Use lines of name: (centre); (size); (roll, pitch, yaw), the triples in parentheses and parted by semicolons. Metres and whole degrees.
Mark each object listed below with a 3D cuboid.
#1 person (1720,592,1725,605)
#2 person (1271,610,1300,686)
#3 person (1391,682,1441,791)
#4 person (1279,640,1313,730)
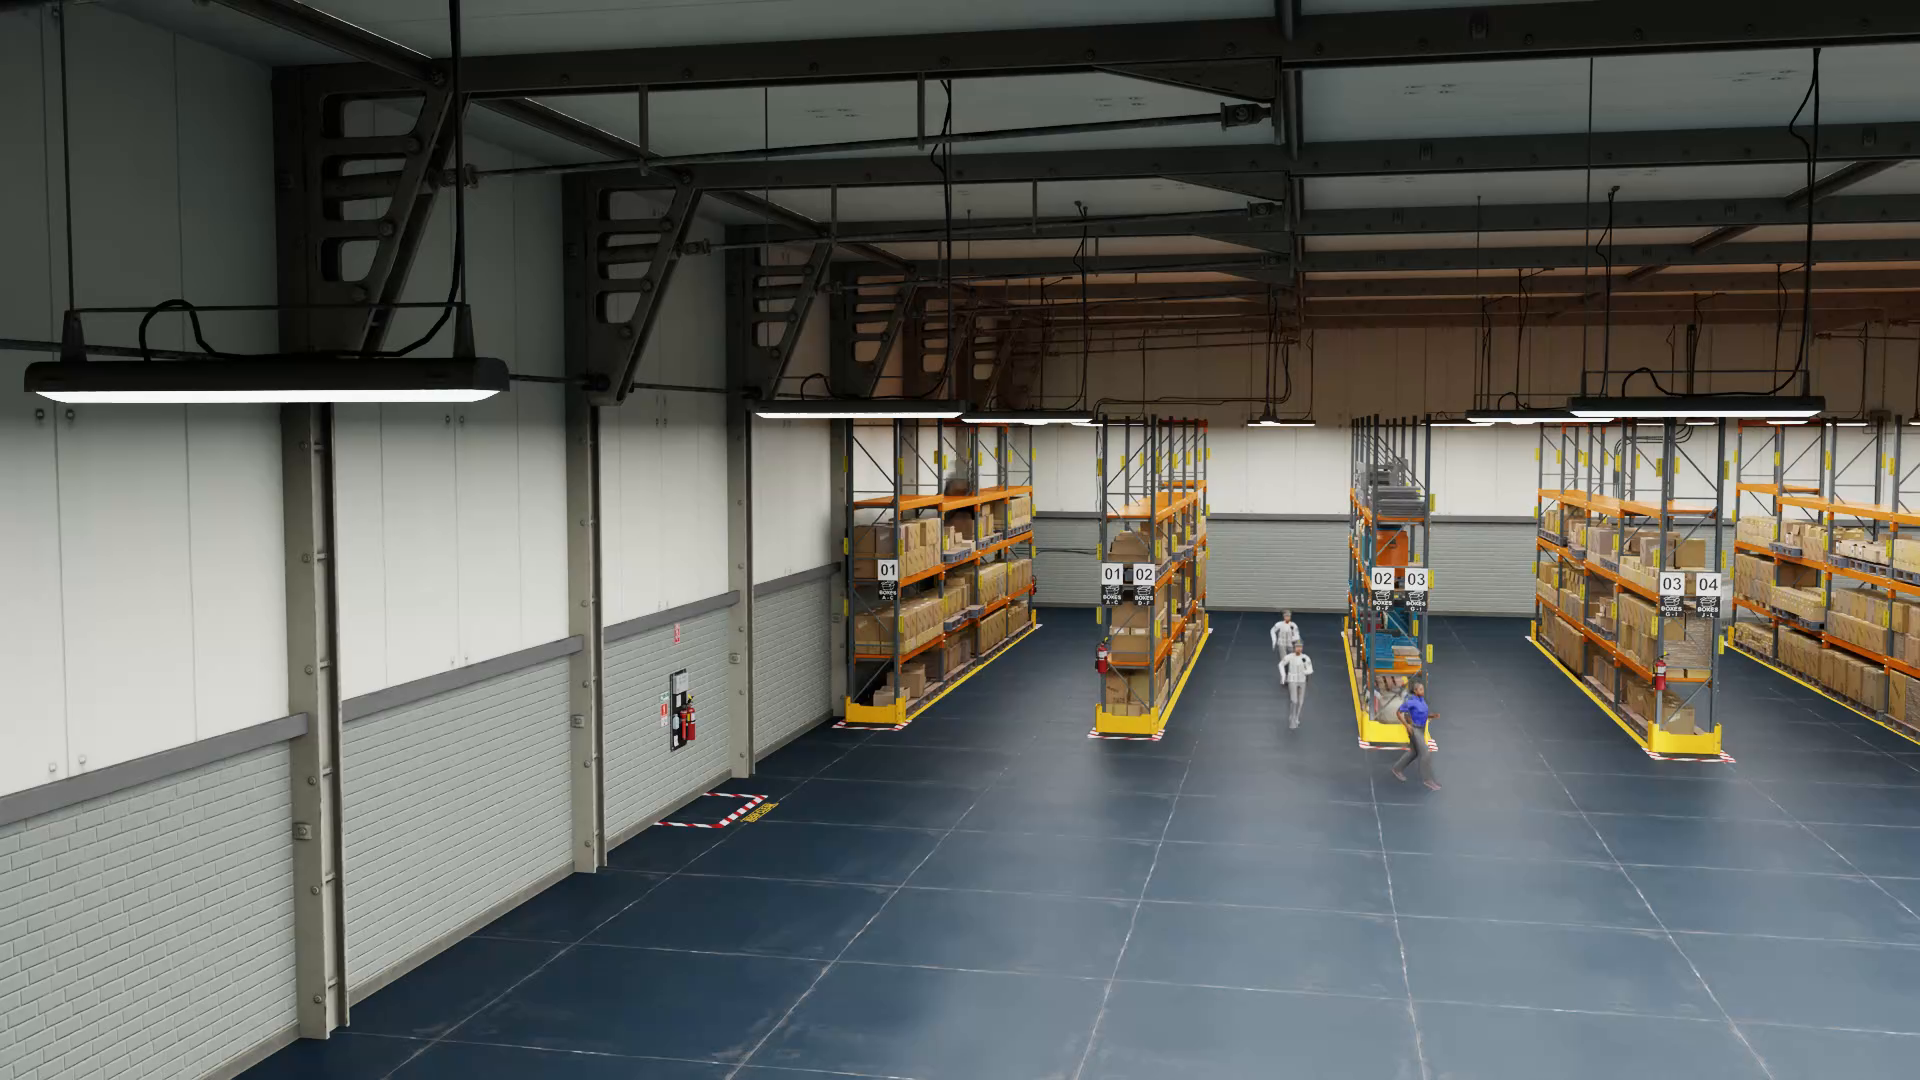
person: (20.409, 1.938, 45.252); (0.566, 1.580, 0.819); (0, 4, -1)
person: (7.291, 2.408, 37.176); (0.572, 1.714, 0.771); (0, 4, -2)
person: (7.293, 3.109, 26.574); (0.885, 1.682, 0.562); (3, 5, 37)
person: (6.444, 2.763, 31.826); (0.572, 1.736, 0.688); (0, 4, -3)
